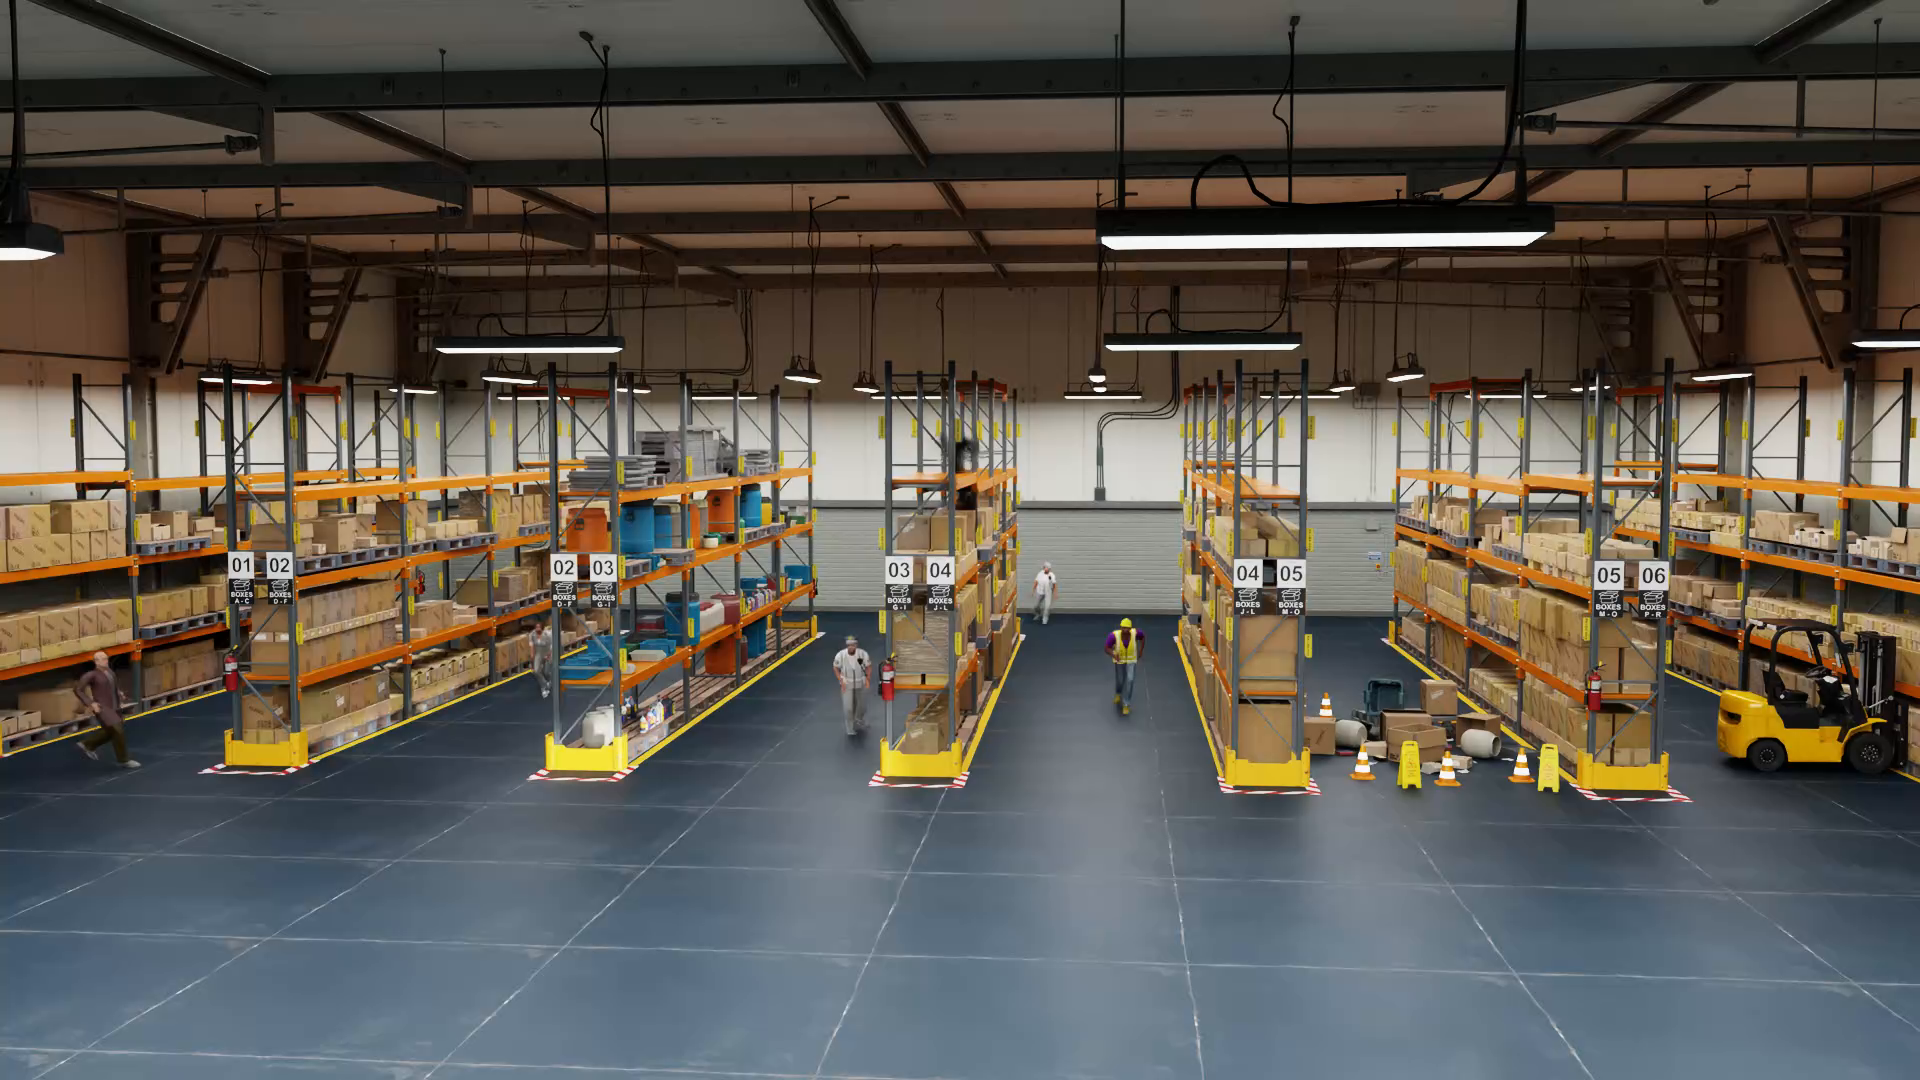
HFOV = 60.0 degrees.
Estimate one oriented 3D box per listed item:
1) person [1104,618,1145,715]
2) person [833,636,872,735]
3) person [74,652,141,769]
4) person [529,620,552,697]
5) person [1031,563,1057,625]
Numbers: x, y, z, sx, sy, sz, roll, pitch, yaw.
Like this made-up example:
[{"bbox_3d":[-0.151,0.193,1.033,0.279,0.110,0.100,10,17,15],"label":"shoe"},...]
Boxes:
[{"bbox_3d":[2.932,2.220,29.761,0.744,1.717,1.040,0,4,-5],"label":"person"},{"bbox_3d":[-1.764,2.366,27.427,0.672,1.666,0.826,-1,4,-13],"label":"person"},{"bbox_3d":[-12.665,2.519,24.545,0.988,1.757,0.698,0,4,4],"label":"person"},{"bbox_3d":[-7.874,2.222,31.524,0.533,1.480,0.915,0,4,3],"label":"person"},{"bbox_3d":[2.179,1.372,43.006,0.680,1.605,0.694,1,4,9],"label":"person"}]
